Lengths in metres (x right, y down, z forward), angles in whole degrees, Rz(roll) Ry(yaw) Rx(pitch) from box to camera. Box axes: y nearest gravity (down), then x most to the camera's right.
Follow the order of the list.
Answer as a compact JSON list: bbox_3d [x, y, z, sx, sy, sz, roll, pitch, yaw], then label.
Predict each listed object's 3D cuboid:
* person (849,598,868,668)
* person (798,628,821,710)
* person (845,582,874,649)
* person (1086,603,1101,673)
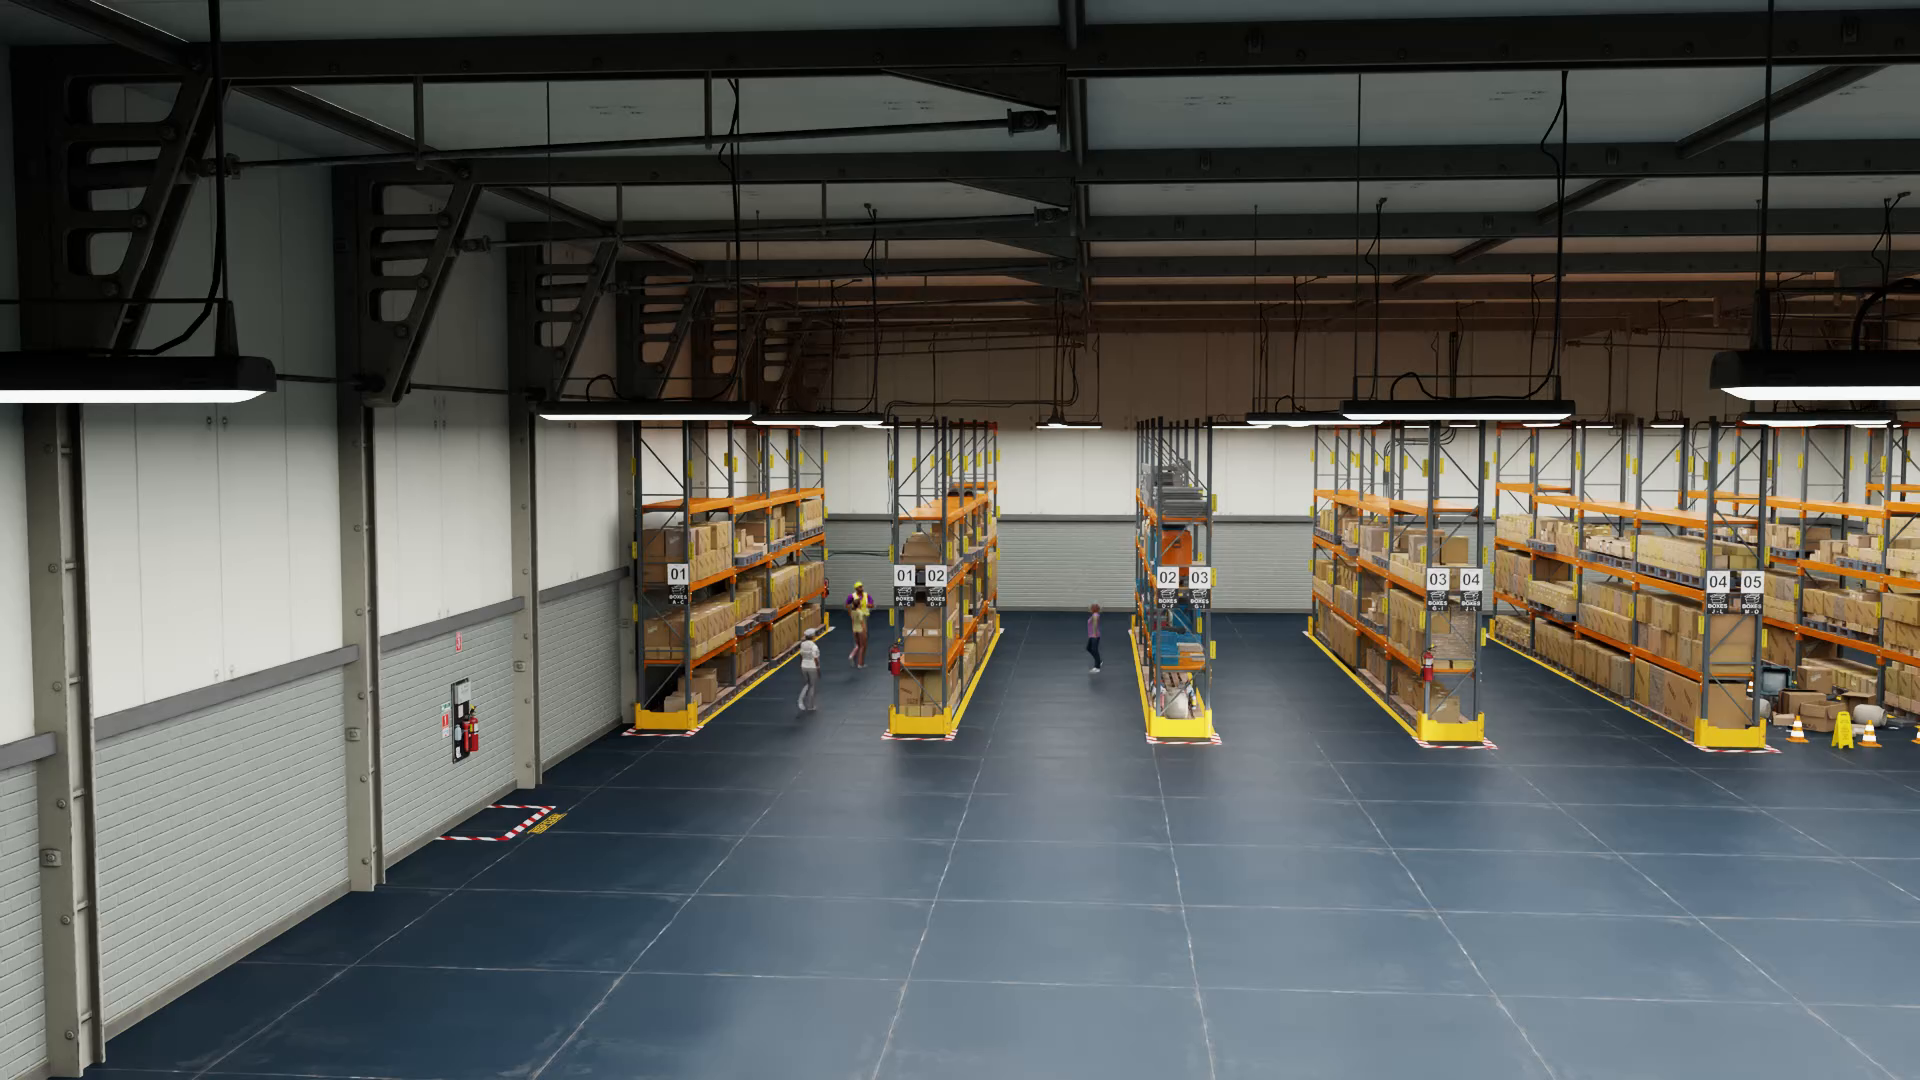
[{"bbox_3d":[-2.403,2.208,39.408,0.455,1.656,0.524,3,5,41],"label":"person"},{"bbox_3d":[-3.071,2.645,34.009,0.459,1.686,0.451,3,5,38],"label":"person"},{"bbox_3d":[-2.553,1.969,42.140,0.739,1.802,0.847,1,4,8],"label":"person"},{"bbox_3d":[3.117,2.281,38.643,0.360,1.569,0.466,0,4,2],"label":"person"}]
